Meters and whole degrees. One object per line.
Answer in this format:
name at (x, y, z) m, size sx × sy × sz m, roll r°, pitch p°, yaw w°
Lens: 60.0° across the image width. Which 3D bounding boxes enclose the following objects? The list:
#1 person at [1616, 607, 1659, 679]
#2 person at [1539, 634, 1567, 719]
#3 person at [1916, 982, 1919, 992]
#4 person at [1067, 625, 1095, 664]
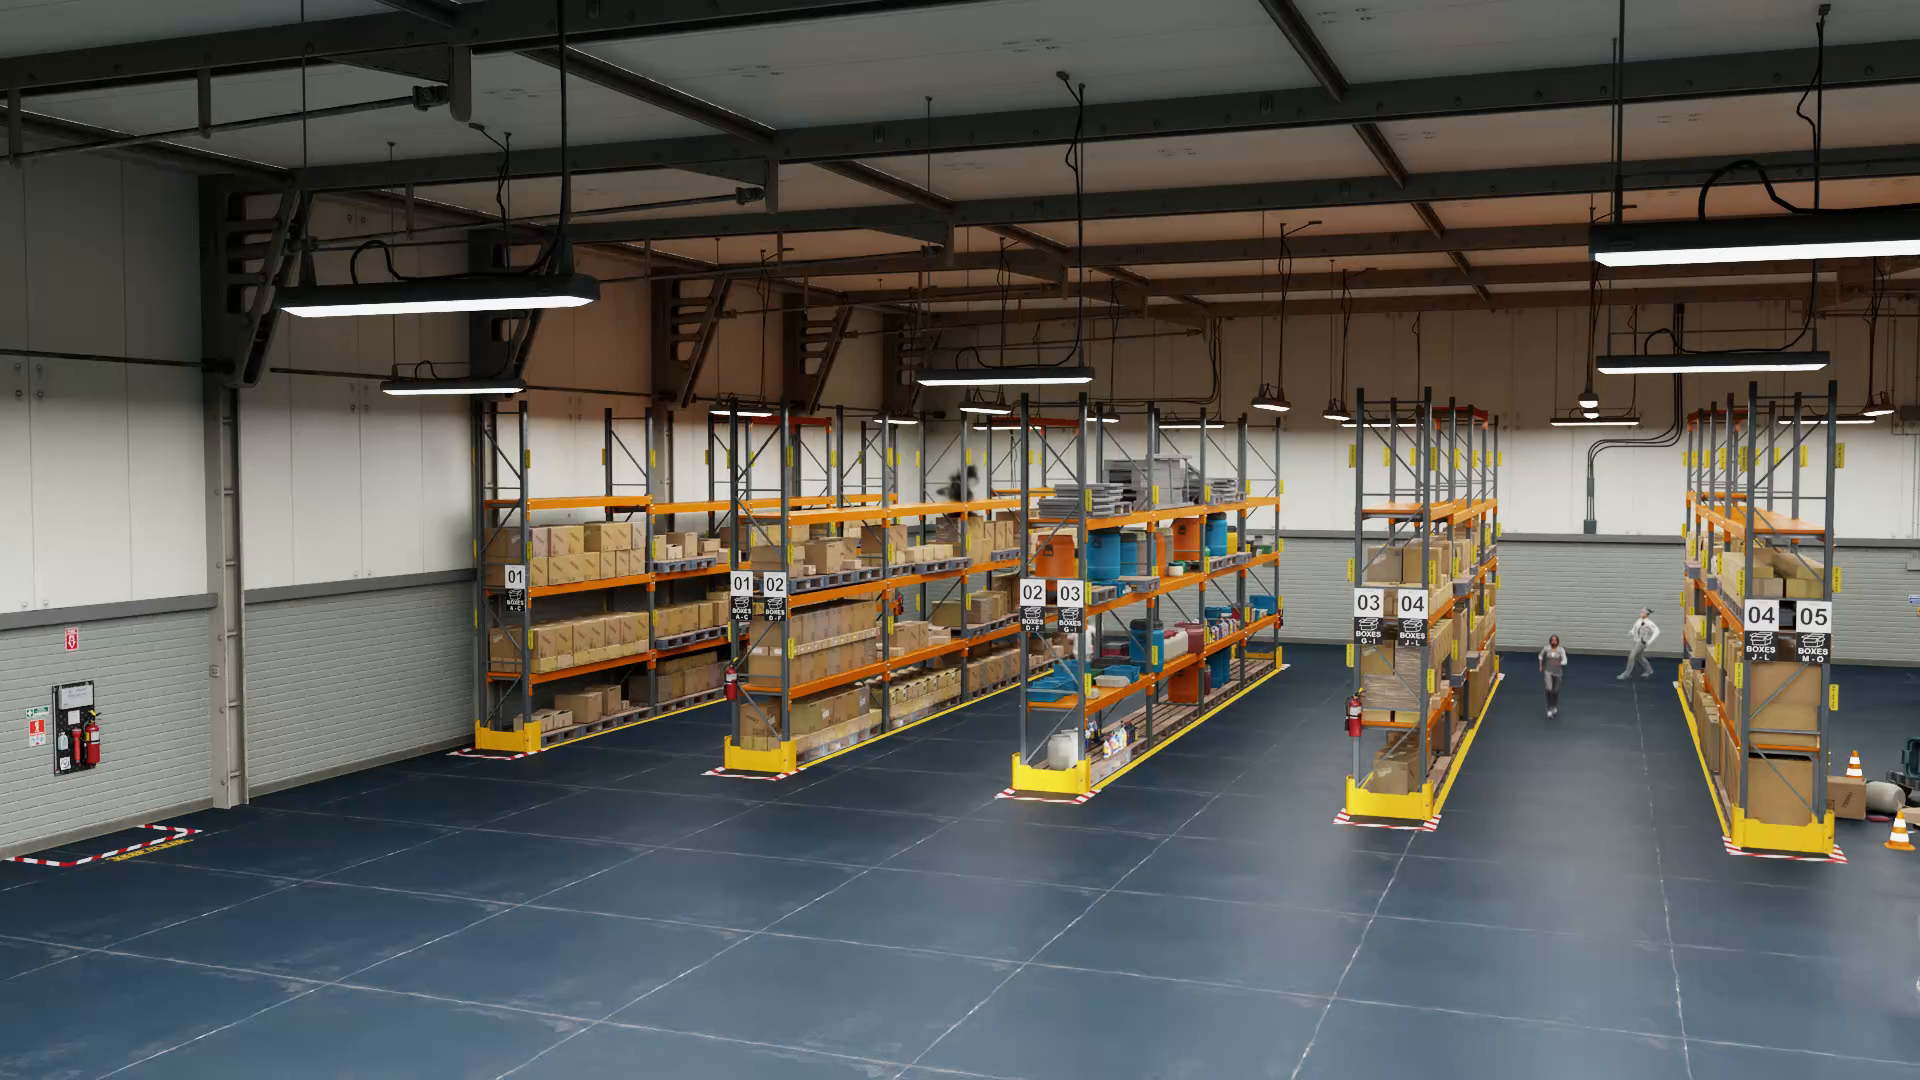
person at (15.326, 2.325, 37.539) m, size 0.904 × 1.656 × 0.657 m, roll 0°, pitch 3°, yaw -2°
person at (11.466, 2.644, 32.160) m, size 0.499 × 1.623 × 0.783 m, roll 1°, pitch 3°, yaw 15°
person at (8.894, 3.432, 14.482) m, size 0.664 × 1.726 × 0.954 m, roll -2°, pitch 4°, yaw -41°
person at (2.577, 2.424, 35.031) m, size 0.659 × 1.796 × 0.684 m, roll 1°, pitch 3°, yaw 13°
